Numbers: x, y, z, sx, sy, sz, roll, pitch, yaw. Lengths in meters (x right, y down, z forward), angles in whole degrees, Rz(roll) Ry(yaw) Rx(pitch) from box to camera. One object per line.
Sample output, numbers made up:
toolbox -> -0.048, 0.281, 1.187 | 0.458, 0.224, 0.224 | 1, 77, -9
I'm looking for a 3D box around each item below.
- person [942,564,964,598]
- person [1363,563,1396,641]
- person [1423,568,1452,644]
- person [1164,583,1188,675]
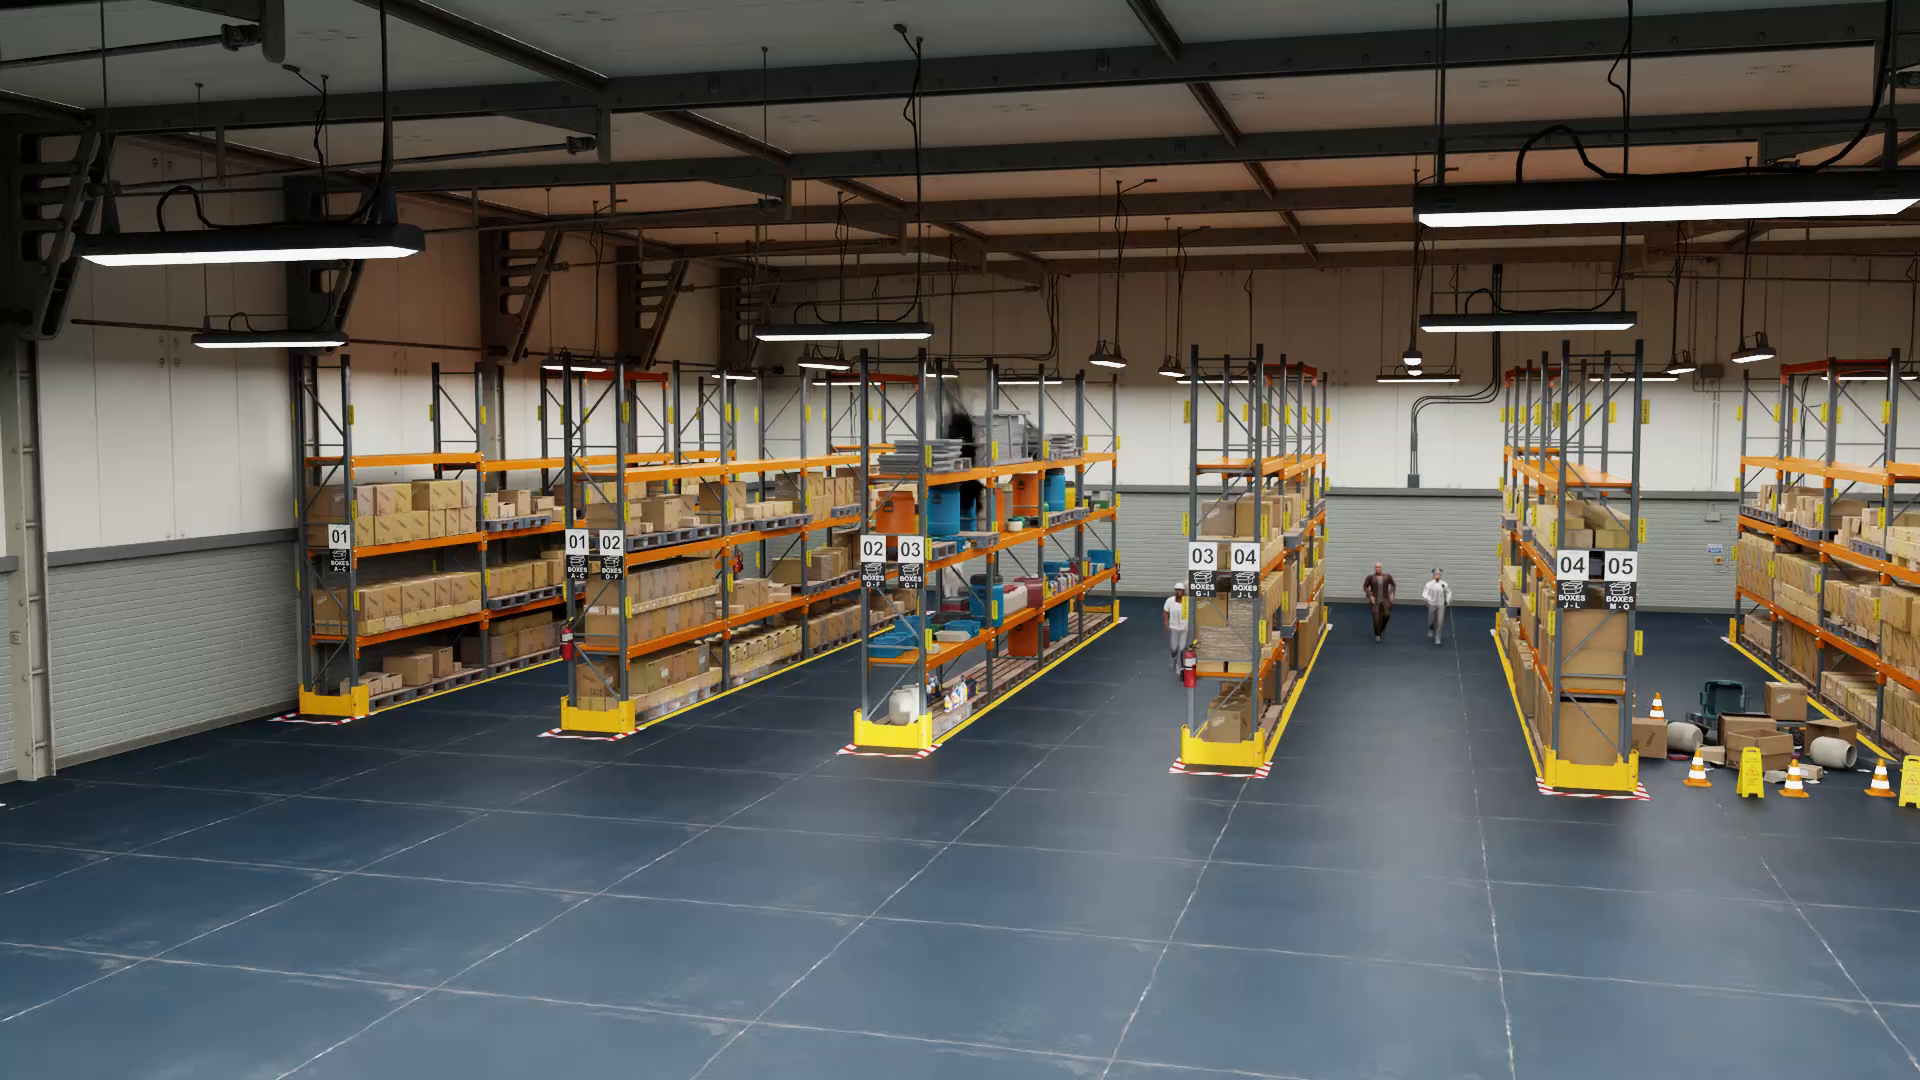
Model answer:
person -> -0.204, 1.150, 40.665 | 0.565, 1.630, 0.572 | 1, 4, 9
person -> 9.295, 1.374, 36.809 | 0.735, 1.744, 0.604 | 0, 4, 5
person -> 10.484, 1.434, 36.521 | 0.625, 1.654, 0.723 | 1, 4, 11
person -> 4.131, 1.662, 31.136 | 0.686, 1.731, 0.615 | 1, 4, 16
